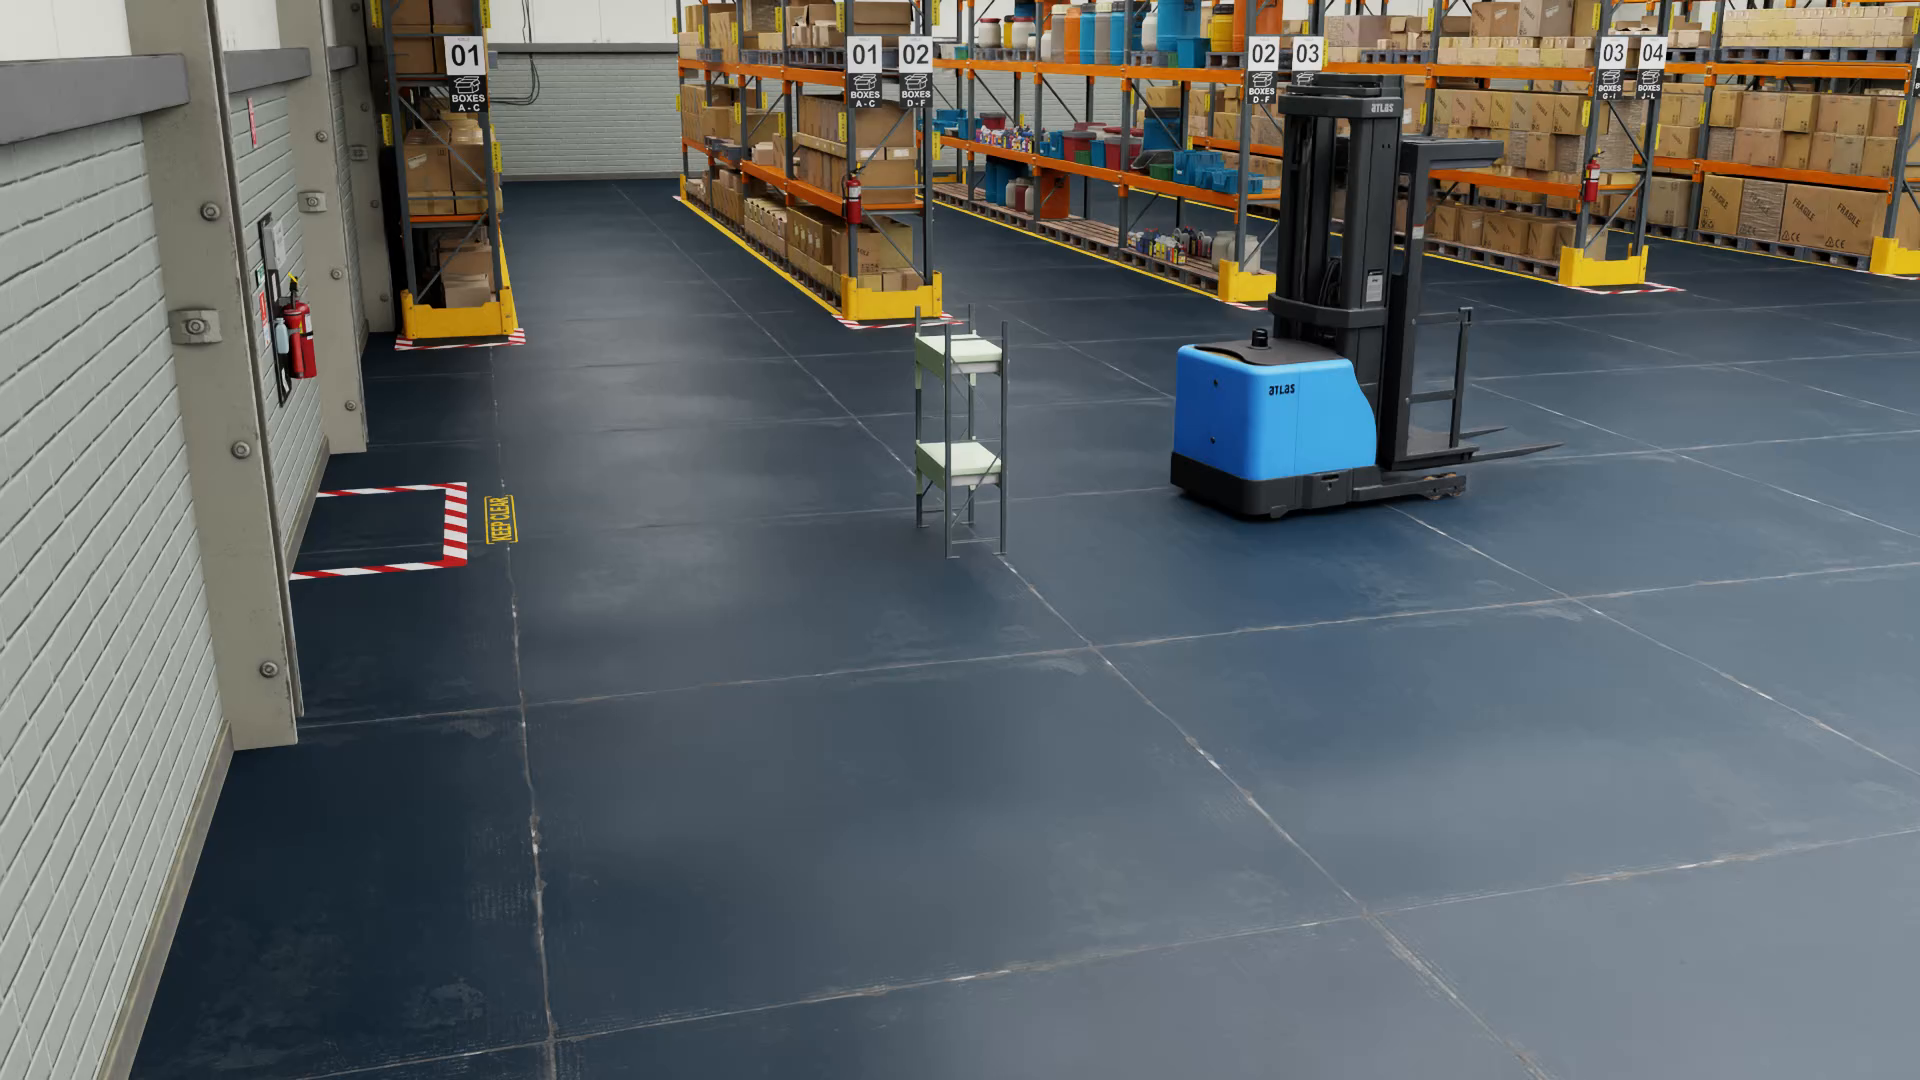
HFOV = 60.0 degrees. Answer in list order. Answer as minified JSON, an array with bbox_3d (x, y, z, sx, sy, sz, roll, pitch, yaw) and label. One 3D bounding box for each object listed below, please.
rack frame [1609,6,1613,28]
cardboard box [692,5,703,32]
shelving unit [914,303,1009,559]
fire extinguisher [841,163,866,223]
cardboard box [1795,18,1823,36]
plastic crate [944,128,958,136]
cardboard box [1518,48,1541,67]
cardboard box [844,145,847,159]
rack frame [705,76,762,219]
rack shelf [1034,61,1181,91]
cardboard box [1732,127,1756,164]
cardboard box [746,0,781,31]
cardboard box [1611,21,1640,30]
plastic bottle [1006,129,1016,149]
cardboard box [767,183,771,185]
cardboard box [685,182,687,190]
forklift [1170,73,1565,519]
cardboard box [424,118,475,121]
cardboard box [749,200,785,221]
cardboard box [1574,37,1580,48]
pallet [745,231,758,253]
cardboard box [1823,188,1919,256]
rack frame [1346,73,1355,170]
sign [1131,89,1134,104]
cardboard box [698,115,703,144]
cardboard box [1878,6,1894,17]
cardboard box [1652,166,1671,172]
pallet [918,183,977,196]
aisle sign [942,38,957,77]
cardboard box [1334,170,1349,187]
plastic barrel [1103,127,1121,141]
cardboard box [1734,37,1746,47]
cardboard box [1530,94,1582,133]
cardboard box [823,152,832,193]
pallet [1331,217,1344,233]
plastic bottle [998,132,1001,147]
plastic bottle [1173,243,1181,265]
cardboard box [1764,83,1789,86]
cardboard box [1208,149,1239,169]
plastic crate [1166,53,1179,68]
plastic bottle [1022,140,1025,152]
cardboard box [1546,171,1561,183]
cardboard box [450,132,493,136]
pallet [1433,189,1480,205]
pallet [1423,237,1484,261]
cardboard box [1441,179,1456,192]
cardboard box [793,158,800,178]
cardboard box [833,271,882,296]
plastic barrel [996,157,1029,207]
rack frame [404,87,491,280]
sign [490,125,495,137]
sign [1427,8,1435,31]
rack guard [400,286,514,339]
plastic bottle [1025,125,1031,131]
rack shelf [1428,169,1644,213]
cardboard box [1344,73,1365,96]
[{"bbox_3d":[11.307,-10.344,29.748,1.000,3.000,0.127,-5,17,-15],"label":"rack frame"},{"bbox_3d":[-4.714,-9.940,31.703,0.700,0.500,0.500,-5,17,-15],"label":"cardboard box"},{"bbox_3d":[0.002,-0.716,10.730,0.431,1.500,0.755,-5,17,-15],"label":"shelving unit"},{"bbox_3d":[-1.231,-4.006,19.208,0.296,0.674,0.183,-5,17,-15],"label":"fire extinguisher"},{"bbox_3d":[12.690,-7.545,24.481,0.500,0.250,0.500,-5,17,-15],"label":"cardboard box"},{"bbox_3d":[-0.119,-8.182,33.332,0.293,0.136,0.466,-5,17,-15],"label":"plastic crate"},{"bbox_3d":[8.059,-6.653,22.932,0.500,0.250,0.500,-4,17,-14],"label":"cardboard box"},{"bbox_3d":[-1.179,-4.634,19.862,0.380,0.149,0.250,-4,17,-14],"label":"cardboard box"},{"bbox_3d":[-4.115,-7.431,30.478,1.000,3.000,0.127,-5,17,-15],"label":"rack frame"},{"bbox_3d":[2.297,-7.254,25.925,1.077,0.370,4.000,-5,17,-15],"label":"rack shelf"},{"bbox_3d":[12.692,-6.185,26.069,0.875,0.550,0.550,-5,17,-15],"label":"cardboard box"},{"bbox_3d":[-3.130,-8.409,26.608,0.500,0.500,0.500,-5,17,-15],"label":"cardboard box"},{"bbox_3d":[14.538,-11.103,36.402,0.797,0.503,0.637,-3,17,-11],"label":"cardboard box"},{"bbox_3d":[0.909,-7.134,29.572,0.144,0.351,0.185,-5,17,-15],"label":"plastic bottle"},{"bbox_3d":[-3.439,-6.055,29.476,0.500,0.500,0.500,-4,17,-15],"label":"cardboard box"},{"bbox_3d":[-5.430,-7.240,34.032,0.380,0.149,0.250,-5,17,-15],"label":"cardboard box"},{"bbox_3d":[3.085,-1.819,11.912,3.031,2.935,1.130,-8,18,-25],"label":"forklift"},{"bbox_3d":[-7.639,-6.062,24.979,0.700,0.500,0.500,-7,18,-22],"label":"cardboard box"},{"bbox_3d":[-3.002,-5.165,26.008,0.500,0.311,0.500,-5,17,-17],"label":"cardboard box"},{"bbox_3d":[8.374,-6.583,22.008,0.380,0.149,0.250,-5,18,-17],"label":"cardboard box"},{"bbox_3d":[-2.827,-4.759,26.427,1.003,0.211,1.213,-5,17,-15],"label":"pallet"},{"bbox_3d":[13.255,-4.624,24.096,0.875,0.875,0.875,-5,17,-15],"label":"cardboard box"},{"bbox_3d":[6.510,-7.107,29.398,1.000,3.000,0.127,-5,17,-15],"label":"rack frame"},{"bbox_3d":[3.776,-9.730,36.489,0.100,0.325,0.005,-5,17,-15],"label":"sign"},{"bbox_3d":[-4.642,-7.740,31.330,0.500,0.500,0.500,-4,17,-14],"label":"cardboard box"},{"bbox_3d":[13.019,-7.341,23.110,0.380,0.149,0.250,-5,17,-15],"label":"cardboard box"},{"bbox_3d":[15.187,-8.015,35.385,0.875,0.875,0.875,-4,17,-14],"label":"cardboard box"},{"bbox_3d":[-0.261,-7.362,35.093,1.003,0.211,1.213,-5,17,-15],"label":"pallet"},{"bbox_3d":[-0.189,-10.217,35.231,0.394,0.787,0.004,-5,17,-15],"label":"aisle sign"},{"bbox_3d":[6.723,-6.297,28.978,0.500,0.250,0.500,-4,17,-13],"label":"cardboard box"},{"bbox_3d":[2.474,-6.279,26.404,0.433,0.535,0.433,0,17,0],"label":"plastic barrel"},{"bbox_3d":[12.252,-7.731,25.794,0.380,0.149,0.250,-5,17,-15],"label":"cardboard box"},{"bbox_3d":[8.177,-5.834,22.731,0.500,0.500,0.500,-5,17,-15],"label":"cardboard box"},{"bbox_3d":[-1.361,-4.718,21.271,0.700,0.500,0.500,-4,17,-14],"label":"cardboard box"},{"bbox_3d":[6.723,-5.555,29.079,1.003,0.211,1.213,-5,17,-15],"label":"pallet"},{"bbox_3d":[0.733,-7.248,30.090,0.097,0.271,0.097,0,17,0],"label":"plastic bottle"},{"bbox_3d":[2.970,-3.917,22.734,0.061,0.283,0.133,-4,17,-14],"label":"plastic bottle"},{"bbox_3d":[18.890,-10.365,38.684,0.500,0.500,0.500,-4,17,-14],"label":"cardboard box"},{"bbox_3d":[5.606,-7.222,32.743,1.225,0.875,0.875,-5,17,-15],"label":"cardboard box"},{"bbox_3d":[3.019,-6.486,22.486,0.336,0.188,0.450,-5,17,-15],"label":"plastic crate"},{"bbox_3d":[1.122,-6.823,28.797,0.097,0.201,0.097,0,17,0],"label":"plastic bottle"},{"bbox_3d":[8.245,-4.971,22.723,0.380,0.149,0.250,-5,17,-15],"label":"cardboard box"},{"bbox_3d":[-5.981,-4.739,20.436,0.500,0.500,0.500,-5,17,-17],"label":"cardboard box"},{"bbox_3d":[10.423,-7.027,33.979,1.003,0.211,1.213,-5,17,-15],"label":"pallet"},{"bbox_3d":[7.828,-4.482,25.507,1.003,0.211,1.213,-5,17,-15],"label":"pallet"},{"bbox_3d":[10.156,-7.356,33.843,0.500,0.500,0.500,-4,17,-13],"label":"cardboard box"},{"bbox_3d":[-2.094,-5.279,23.574,0.500,0.250,0.500,-4,17,-12],"label":"cardboard box"},{"bbox_3d":[-1.249,-3.121,20.179,0.500,0.250,0.500,-5,17,-15],"label":"cardboard box"},{"bbox_3d":[0.976,-6.670,30.862,0.600,0.901,0.708,-5,17,-15],"label":"plastic barrel"},{"bbox_3d":[-6.679,-4.826,21.804,1.000,3.000,0.127,-5,17,-15],"label":"rack frame"},{"bbox_3d":[-6.159,-5.285,21.829,0.100,0.325,0.005,-5,17,-15],"label":"sign"},{"bbox_3d":[7.077,-7.829,25.003,0.100,0.325,0.005,-5,17,-15],"label":"sign"},{"bbox_3d":[-5.600,-2.543,18.550,1.175,0.500,0.348,-5,17,-15],"label":"rack guard"},{"bbox_3d":[1.267,-7.519,30.855,0.144,0.351,0.185,-5,17,-15],"label":"plastic bottle"},{"bbox_3d":[8.159,-5.103,23.977,1.077,0.370,4.000,-5,17,-15],"label":"rack shelf"},{"bbox_3d":[8.976,-10.208,37.293,0.500,0.500,0.500,-5,17,-16],"label":"cardboard box"}]
